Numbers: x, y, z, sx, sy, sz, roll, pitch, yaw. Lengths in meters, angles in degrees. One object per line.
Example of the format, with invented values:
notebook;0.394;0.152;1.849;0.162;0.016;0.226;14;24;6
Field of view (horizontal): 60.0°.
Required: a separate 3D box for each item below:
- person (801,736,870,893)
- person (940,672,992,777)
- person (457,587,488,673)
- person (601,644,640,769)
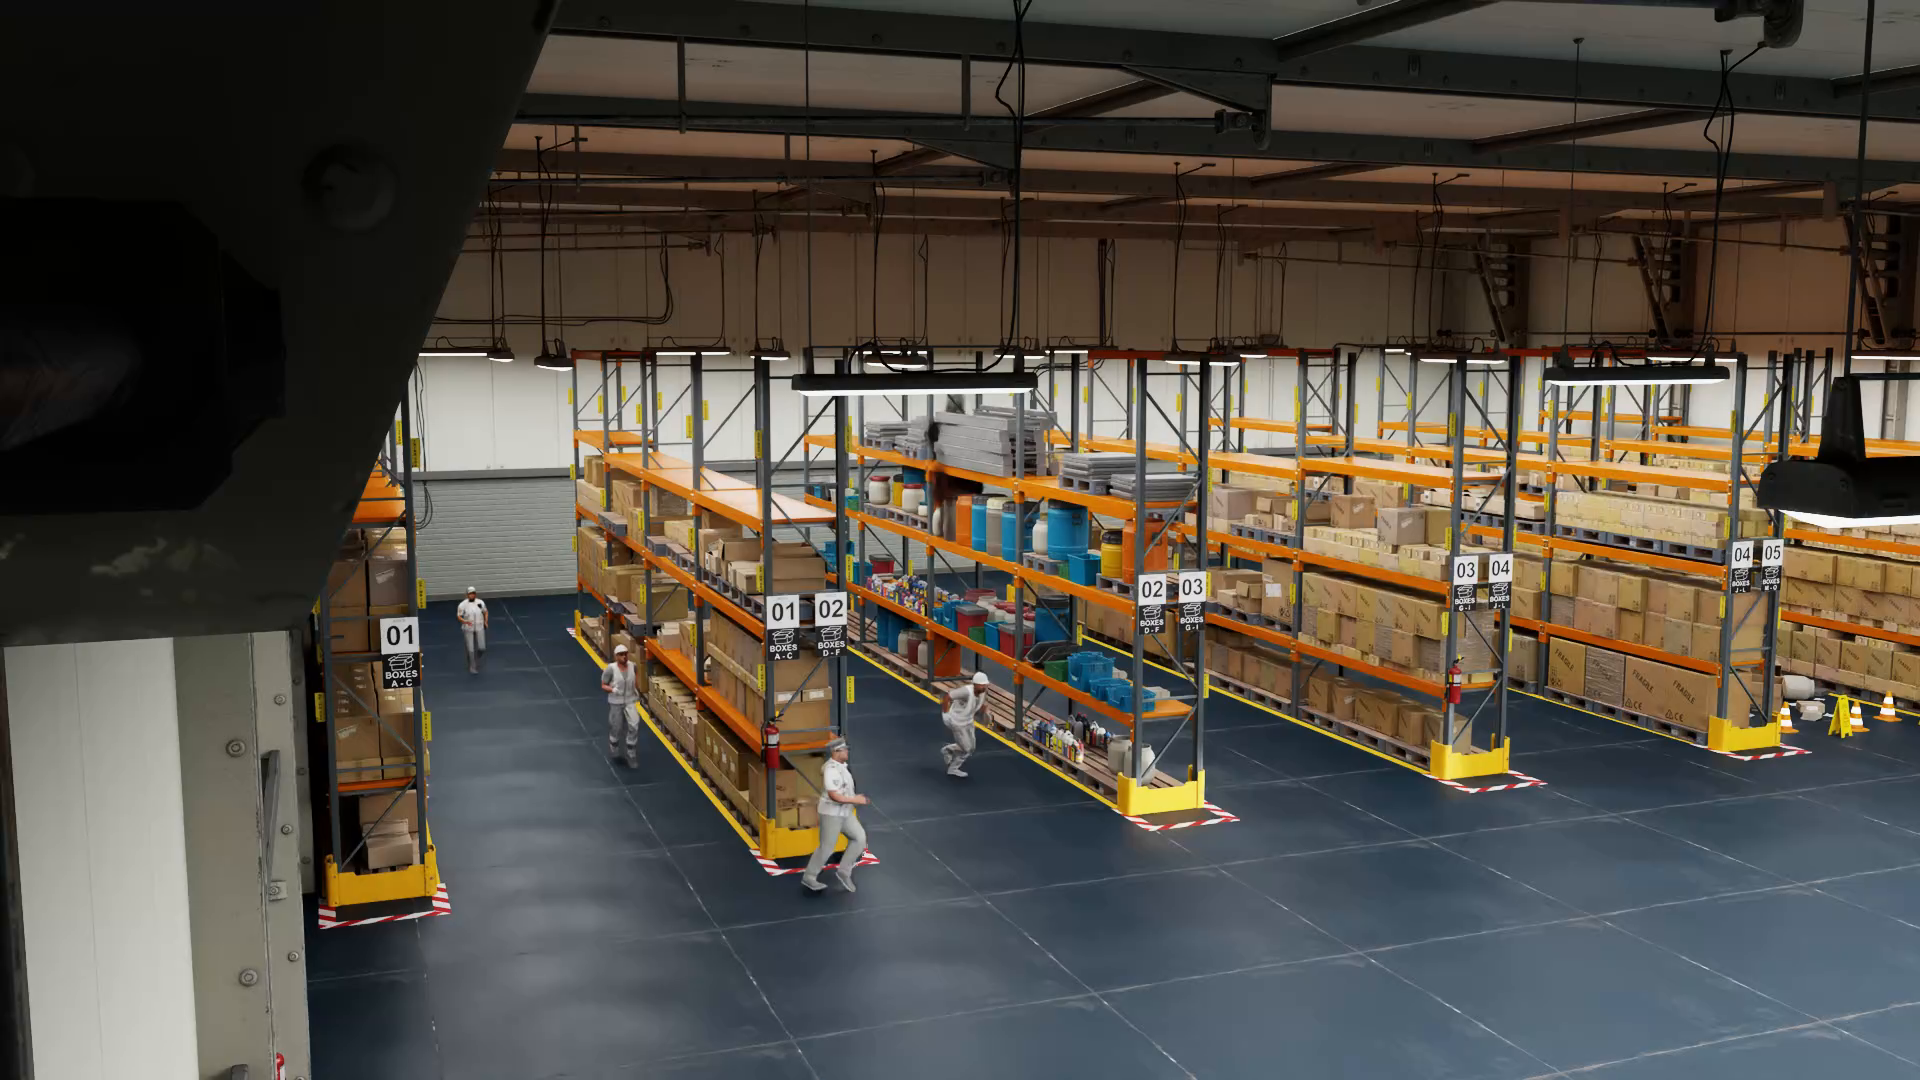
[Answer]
person;-1.384;3.119;18.902;0.794;1.799;0.666;2;7;15
person;0.051;2.623;23.626;0.869;1.583;0.711;6;9;41
person;-9.053;1.687;30.988;0.600;1.616;0.539;-4;8;-26
person;-4.964;2.424;24.380;0.588;1.831;0.835;-3;8;-23
